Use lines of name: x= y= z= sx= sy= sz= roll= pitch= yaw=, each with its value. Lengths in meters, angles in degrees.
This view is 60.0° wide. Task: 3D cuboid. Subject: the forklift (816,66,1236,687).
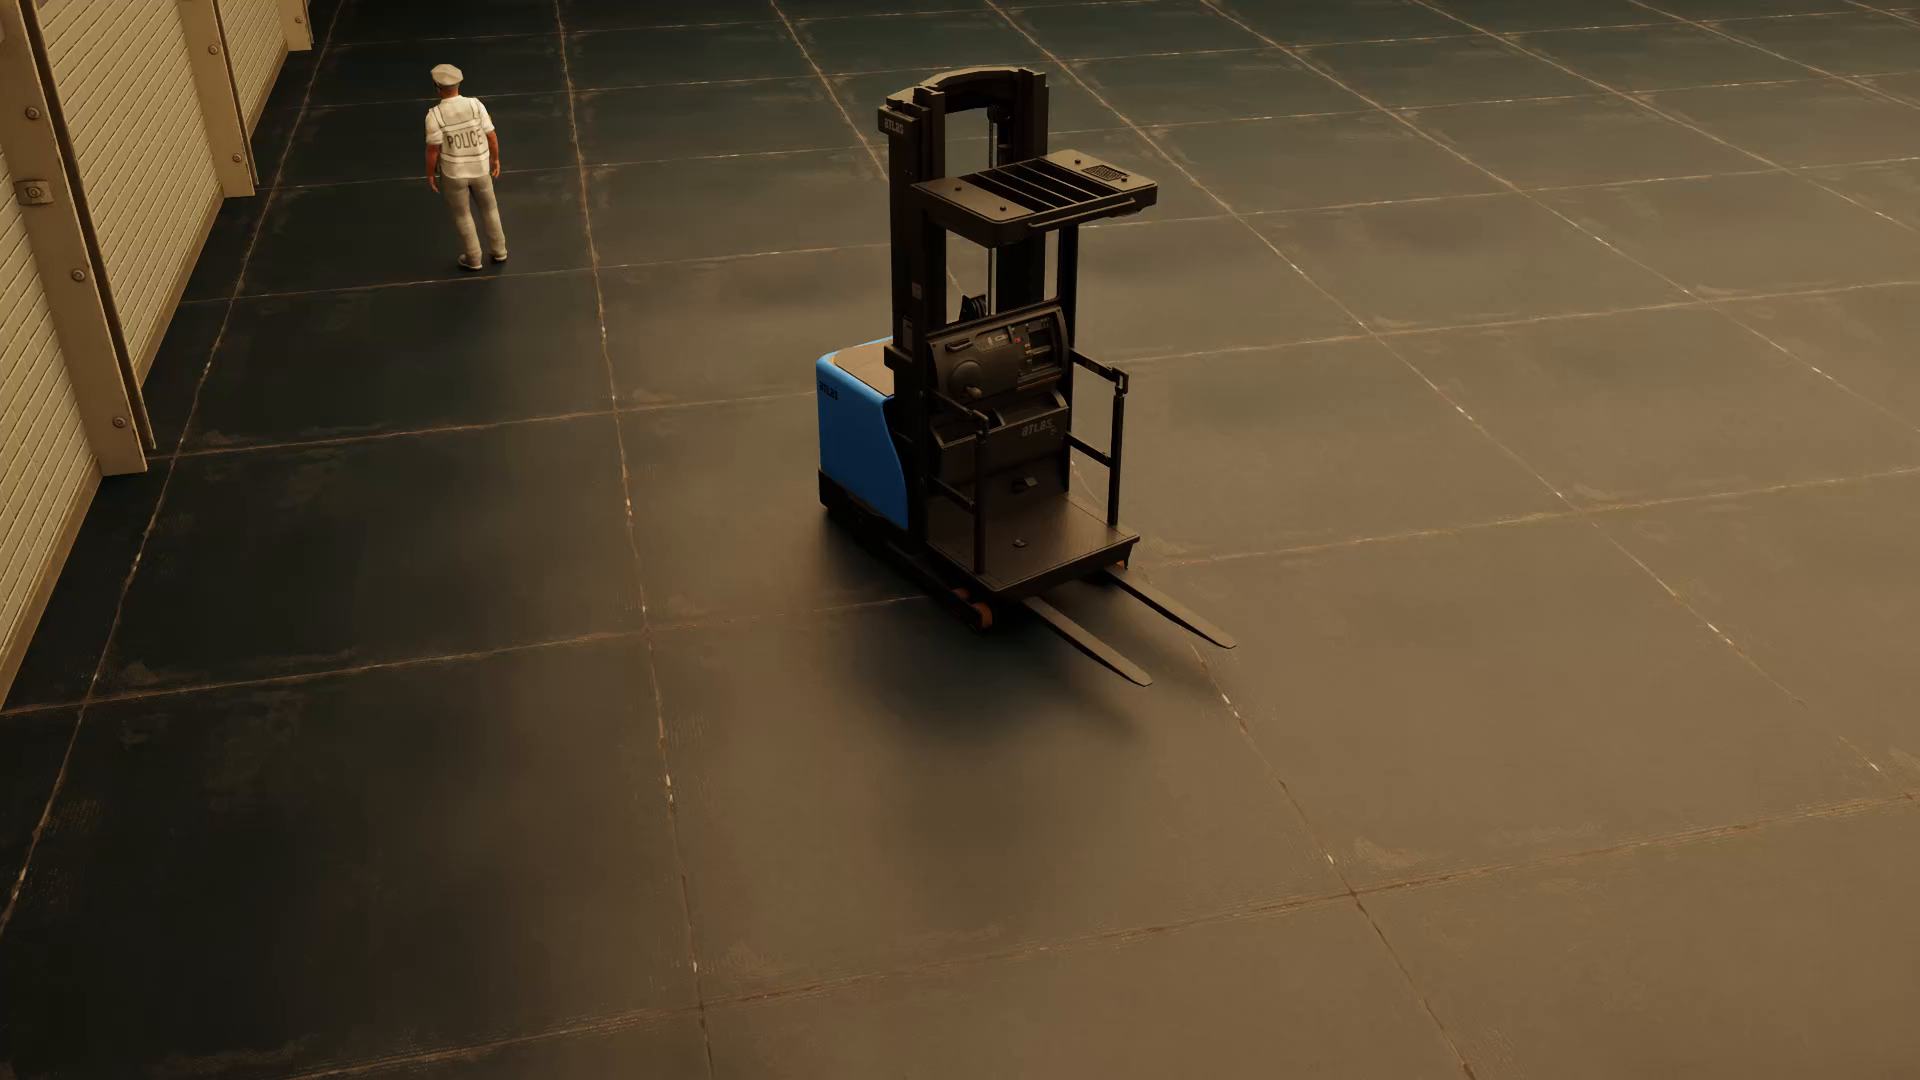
forklift: x=0.355 y=-1.021 z=9.338 sx=1.130 sy=2.935 sz=3.031 roll=-20 pitch=35 yaw=-30

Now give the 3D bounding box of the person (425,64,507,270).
person: x=-4.259 y=-3.197 z=14.231 sx=0.640 sy=1.781 sz=0.576 roll=-16 pitch=34 yaw=-26
